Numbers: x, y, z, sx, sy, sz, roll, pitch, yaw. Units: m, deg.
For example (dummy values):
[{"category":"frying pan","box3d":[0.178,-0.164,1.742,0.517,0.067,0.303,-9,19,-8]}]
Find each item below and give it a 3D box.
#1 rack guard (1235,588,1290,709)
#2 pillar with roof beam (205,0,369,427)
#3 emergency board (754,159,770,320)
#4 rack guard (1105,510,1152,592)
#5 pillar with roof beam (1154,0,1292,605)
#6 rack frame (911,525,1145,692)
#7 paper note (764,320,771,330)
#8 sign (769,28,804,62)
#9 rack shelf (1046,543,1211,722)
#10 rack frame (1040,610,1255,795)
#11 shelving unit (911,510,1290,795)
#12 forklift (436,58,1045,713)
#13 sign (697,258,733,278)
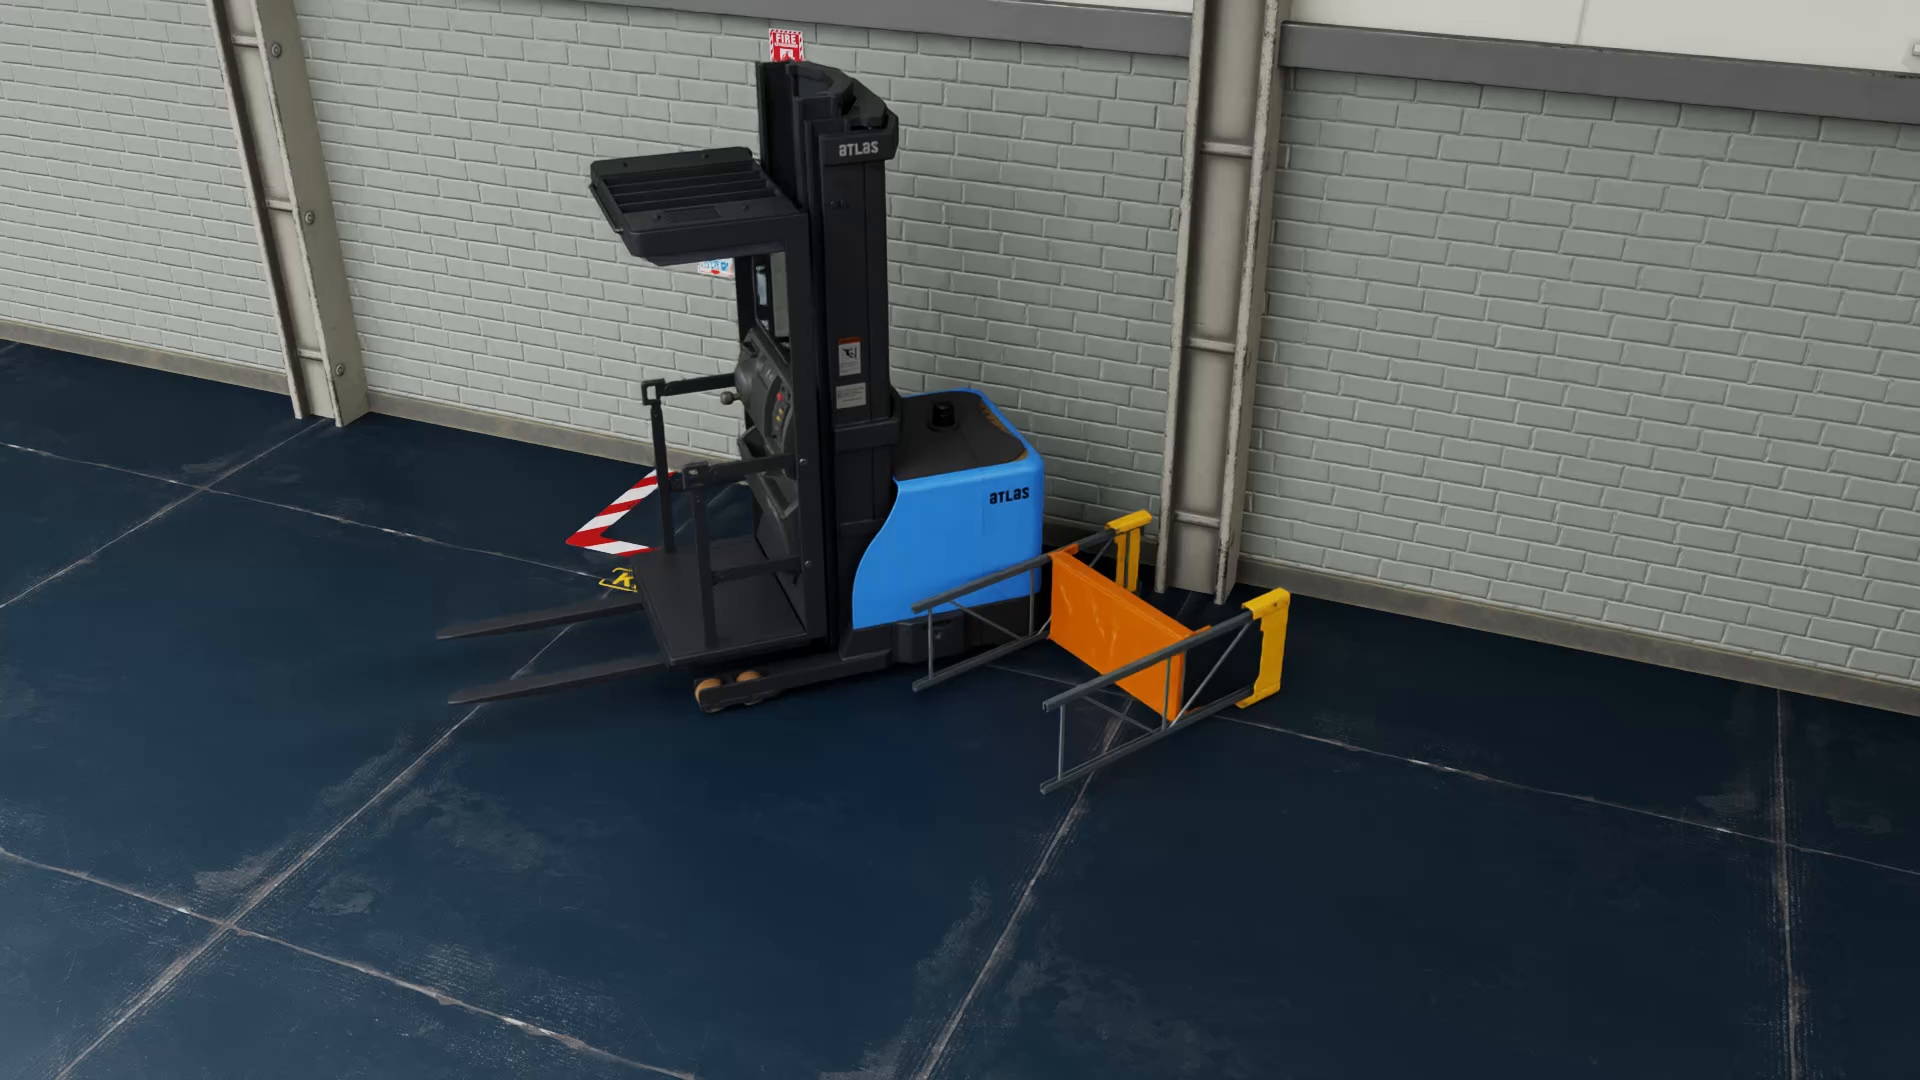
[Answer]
[{"category":"rack guard","box3d":[1.480,0.534,8.182,0.250,0.587,0.087,-20,35,-31]},{"category":"pillar with roof beam","box3d":[-5.861,-2.813,5.581,0.400,9.000,9.100,11,31,19]},{"category":"emergency board","box3d":[-0.958,-1.529,9.406,0.643,1.169,0.194,11,31,19]},{"category":"rack guard","box3d":[0.887,0.140,8.879,0.250,0.587,0.087,-20,35,-31]},{"category":"pillar with roof beam","box3d":[-0.301,-1.703,3.617,0.400,9.000,9.100,11,31,19]},{"category":"rack frame","box3d":[0.374,0.316,8.568,1.500,0.500,0.032,-20,35,-31]},{"category":"paper note","box3d":[-1.097,-1.209,9.736,0.142,0.148,0.016,11,31,19]},{"category":"sign","box3d":[-0.928,-2.585,8.919,0.199,0.298,0.001,11,31,19]},{"category":"rack shelf","box3d":[0.821,0.464,8.306,0.185,0.538,1.000,-20,35,-31]},{"category":"rack frame","box3d":[0.979,0.718,7.857,1.500,0.500,0.032,-20,35,-31]},{"category":"shelving unit","box3d":[0.682,0.520,8.206,1.500,0.587,1.083,-20,35,-31]},{"category":"forklift","box3d":[-1.134,-0.715,8.037,3.031,2.935,1.130,-10,31,-17]},{"category":"sign","box3d":[-1.432,-1.693,9.661,0.234,0.329,0.001,11,31,19]}]
